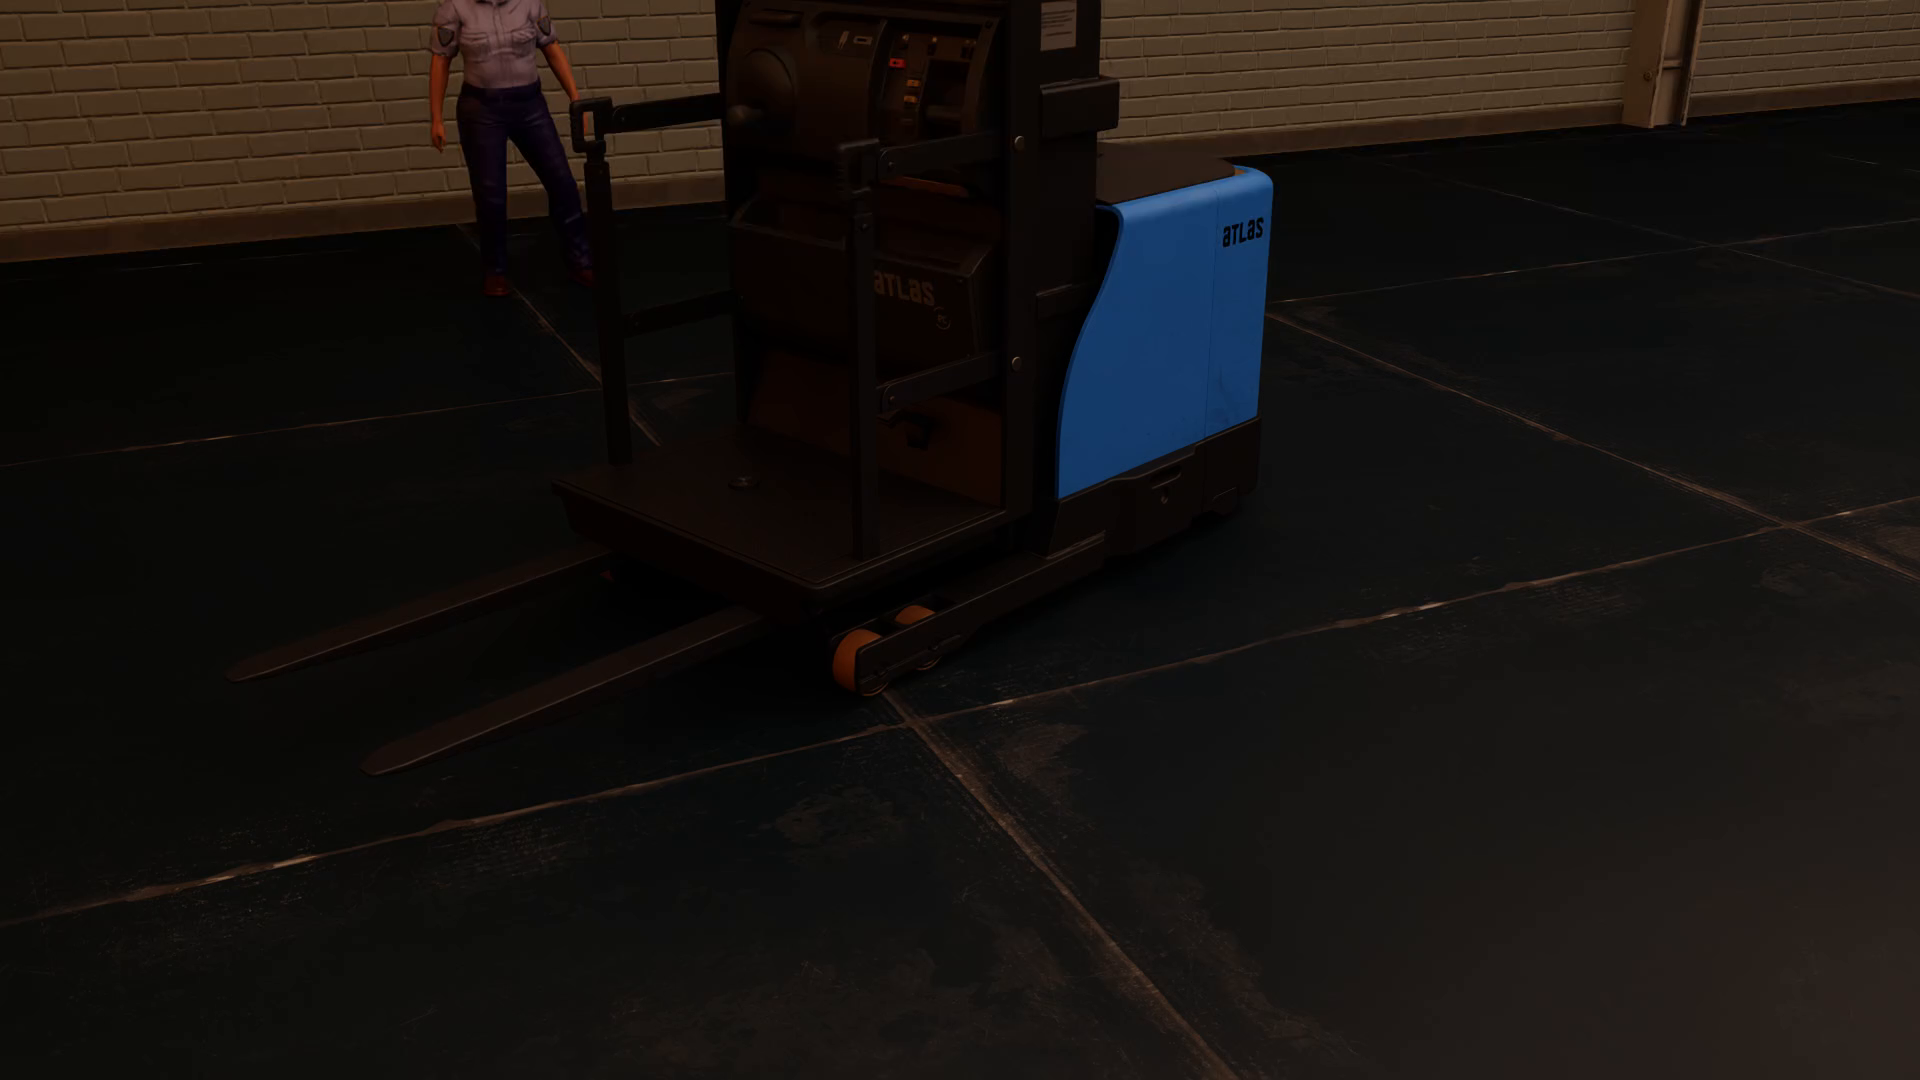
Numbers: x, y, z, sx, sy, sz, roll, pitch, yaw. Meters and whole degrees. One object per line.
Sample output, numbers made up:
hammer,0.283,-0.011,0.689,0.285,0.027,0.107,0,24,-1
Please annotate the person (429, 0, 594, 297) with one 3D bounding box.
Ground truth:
person,-2.077,-1.958,7.714,0.744,1.623,0.386,-12,25,-27

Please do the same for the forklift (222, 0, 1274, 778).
forklift,-0.413,-1.182,4.131,1.130,2.935,3.031,19,29,39
